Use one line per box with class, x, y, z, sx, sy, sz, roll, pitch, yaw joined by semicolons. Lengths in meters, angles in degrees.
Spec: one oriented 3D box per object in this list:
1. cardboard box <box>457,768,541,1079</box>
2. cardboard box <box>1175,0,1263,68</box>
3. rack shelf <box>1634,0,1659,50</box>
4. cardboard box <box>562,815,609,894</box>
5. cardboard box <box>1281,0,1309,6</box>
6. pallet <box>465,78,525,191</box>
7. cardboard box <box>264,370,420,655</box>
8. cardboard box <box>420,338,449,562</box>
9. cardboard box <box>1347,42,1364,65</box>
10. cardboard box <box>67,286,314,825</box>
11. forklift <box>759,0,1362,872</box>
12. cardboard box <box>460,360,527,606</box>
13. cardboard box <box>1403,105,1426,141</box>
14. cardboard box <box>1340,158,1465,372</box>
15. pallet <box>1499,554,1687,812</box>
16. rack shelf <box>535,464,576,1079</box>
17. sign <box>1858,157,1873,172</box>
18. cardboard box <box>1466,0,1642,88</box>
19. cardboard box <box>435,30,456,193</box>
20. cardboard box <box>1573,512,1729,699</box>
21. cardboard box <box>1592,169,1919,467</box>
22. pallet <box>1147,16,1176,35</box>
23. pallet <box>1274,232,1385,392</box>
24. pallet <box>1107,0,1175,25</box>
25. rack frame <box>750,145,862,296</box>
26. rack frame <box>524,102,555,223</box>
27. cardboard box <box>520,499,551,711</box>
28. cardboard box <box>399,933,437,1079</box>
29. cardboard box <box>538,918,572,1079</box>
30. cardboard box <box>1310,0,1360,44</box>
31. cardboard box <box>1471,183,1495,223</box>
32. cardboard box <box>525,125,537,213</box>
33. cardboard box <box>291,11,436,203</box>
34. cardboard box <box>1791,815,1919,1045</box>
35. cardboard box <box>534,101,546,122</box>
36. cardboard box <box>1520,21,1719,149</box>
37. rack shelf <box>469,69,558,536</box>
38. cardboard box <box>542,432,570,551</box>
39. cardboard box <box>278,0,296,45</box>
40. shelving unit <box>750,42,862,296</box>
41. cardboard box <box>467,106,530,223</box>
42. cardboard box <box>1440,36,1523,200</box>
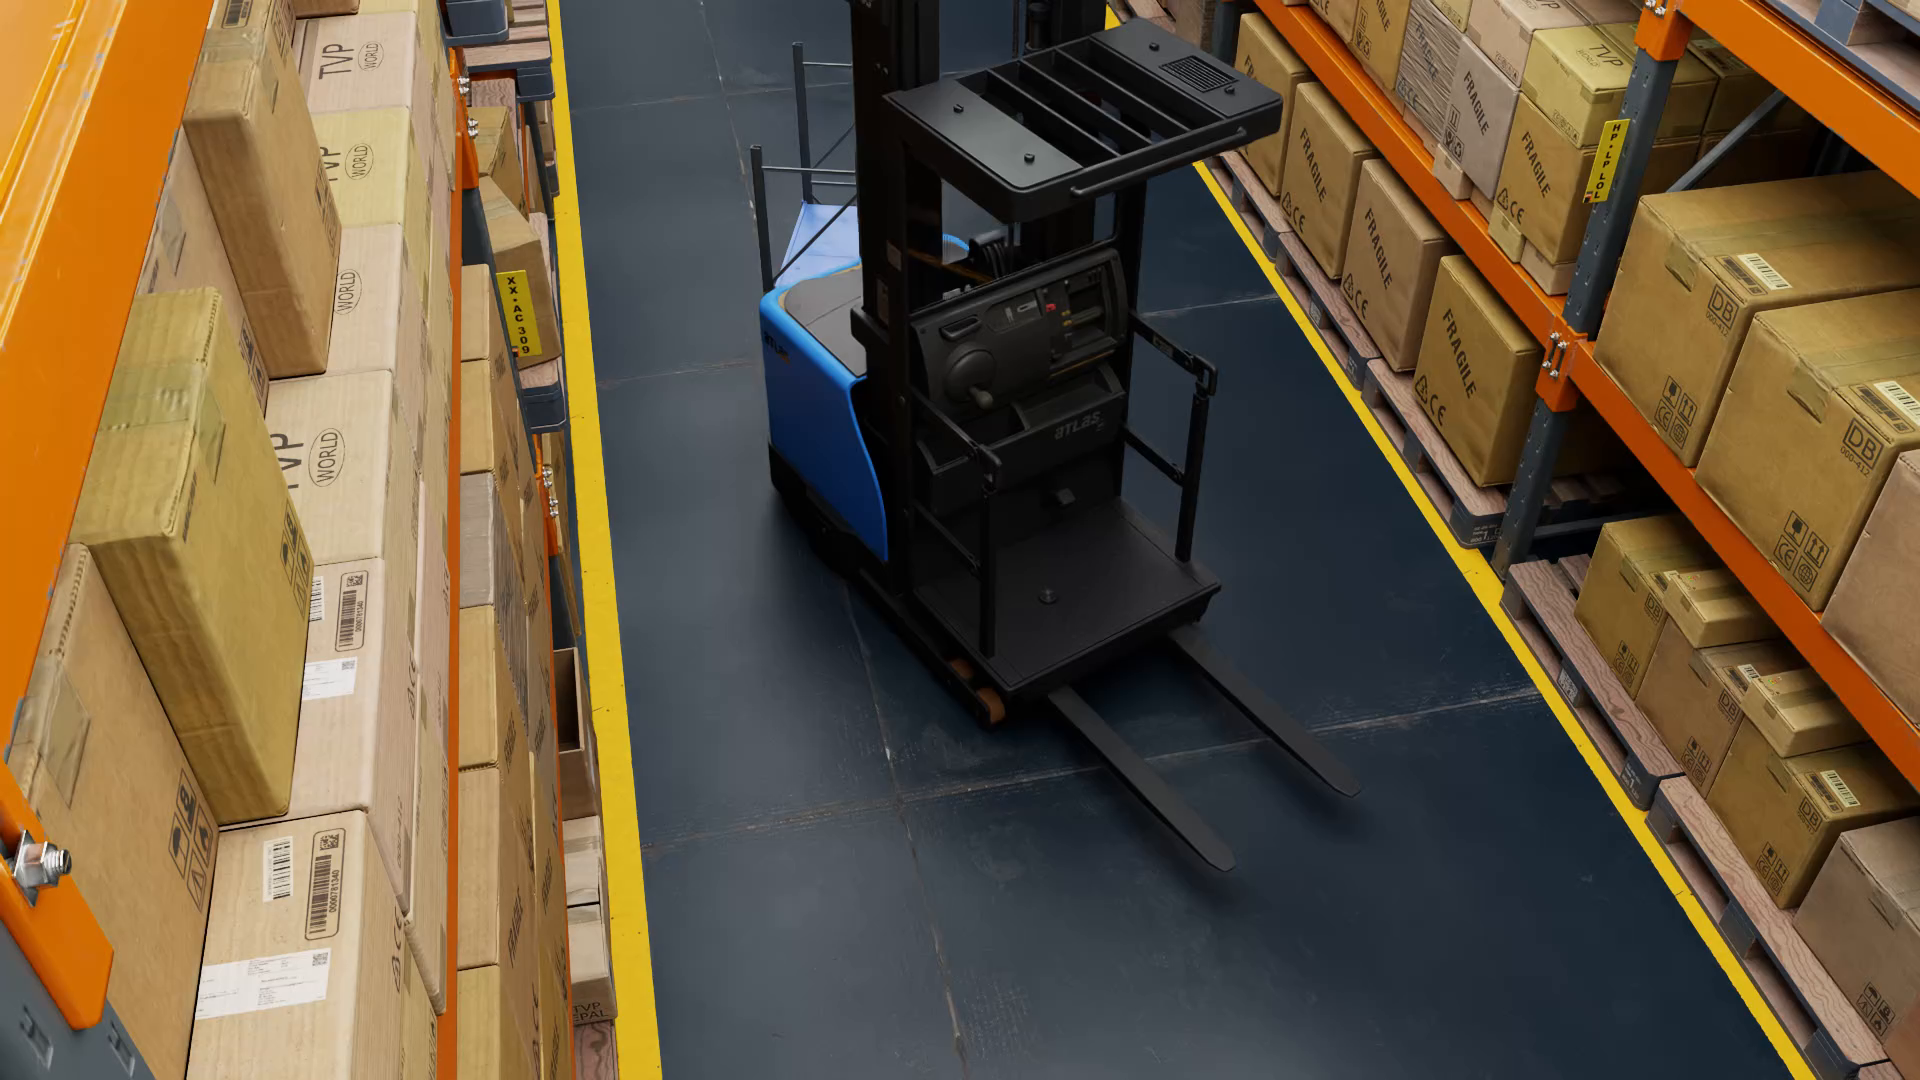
cardboard box;-1.174;0.861;3.474;0.500;0.500;0.500;-8;42;-9
cardboard box;1.791;-3.326;10.571;0.700;0.500;0.500;-8;42;-9
rack shelf;2.429;-3.193;7.152;1.077;0.370;4.000;-8;42;-9
cardboard box;-1.436;1.133;5.812;0.380;0.149;0.250;-8;42;-9
cardboard box;1.863;-2.955;8.775;0.380;0.149;0.250;-7;42;-8
pallet;-2.415;-1.593;7.212;1.003;0.211;1.213;-8;42;-9
cardboard box;-1.184;-0.011;2.761;0.500;0.250;0.500;-8;42;-9
cardboard box;-1.294;-0.147;3.292;0.500;0.250;0.500;-8;42;-9
cardboard box;2.147;-2.474;8.234;0.380;0.149;0.250;-8;42;-9
cardboard box;-1.264;0.061;2.116;0.700;0.500;0.500;-8;42;-9
forklift;0.364;-0.712;6.126;1.130;2.935;3.031;-24;47;-25
cardboard box;-1.500;-0.121;4.580;0.500;0.500;0.500;-9;42;-10
cardboard box;2.280;-1.966;7.661;0.380;0.149;0.250;-9;42;-10
cardboard box;2.399;-1.376;8.125;0.750;0.750;0.750;-7;42;-8
pallet;2.948;0.503;6.806;1.003;0.211;1.213;-8;42;-9
rack shelf;-1.544;1.233;4.425;1.077;0.370;4.000;-8;42;-9
sign;3.402;-1.478;6.226;0.100;0.325;0.005;-8;42;-9
cardboard box;2.409;-2.080;6.736;0.500;0.250;0.500;-7;42;-8
cardboard box;-1.611;-1.121;4.388;0.500;0.250;0.500;-8;42;-9
cardboard box;2.922;0.233;6.576;0.700;0.500;0.500;-8;42;-9
cardboard box;2.962;-0.803;5.950;0.980;0.700;0.700;-8;42;-9
pallet;1.830;-3.101;10.866;1.003;0.211;1.213;-8;42;-9
pallet;2.354;-1.283;8.818;1.003;0.211;1.213;-8;42;-9
pallet;1.570;-3.890;11.755;1.003;0.211;1.213;-8;42;-9
rack frame;-0.656;-1.123;7.667;0.500;1.500;0.032;4;42;5
rack frame;-2.839;-2.925;8.567;1.000;3.000;0.127;-8;42;-9
cardboard box;-1.505;0.252;4.913;0.500;0.500;0.500;-7;42;-8
cardboard box;-0.975;0.826;2.196;0.500;0.250;0.500;-8;42;-9
cardboard box;-1.173;1.239;3.802;0.500;0.500;0.500;-8;42;-9
cardboard box;2.062;-2.779;8.089;0.500;0.500;0.500;-9;42;-9
cardboard box;2.422;-1.471;7.103;0.380;0.149;0.250;-7;42;-8
cardboard box;-2.392;-1.827;8.317;0.500;0.250;0.500;-7;42;-8
cardboard box;-1.501;-0.984;3.857;0.500;0.250;0.500;-8;42;-9
cardboard box;3.258;1.237;5.446;0.700;0.500;0.500;-10;42;-11
cardboard box;-2.665;-2.645;9.584;0.500;0.311;0.500;-7;42;-8
cardboard box;2.510;-1.747;6.361;0.500;0.250;0.500;-7;42;-8
rack shelf;-2.407;-1.359;7.346;1.077;0.370;4.000;-8;42;-9
cardboard box;-1.968;-0.254;7.110;0.500;0.500;0.500;-8;42;-9
cardboard box;-1.864;-1.211;3.548;0.700;0.500;0.500;-8;42;-9
shelving unit;-0.602;-1.459;8.045;0.538;1.500;1.048;4;42;5
cardboard box;-2.070;-1.302;6.348;0.700;0.500;0.500;-2;42;-2
cardboard box;2.395;-1.793;6.977;0.500;0.500;0.500;-8;42;-9
